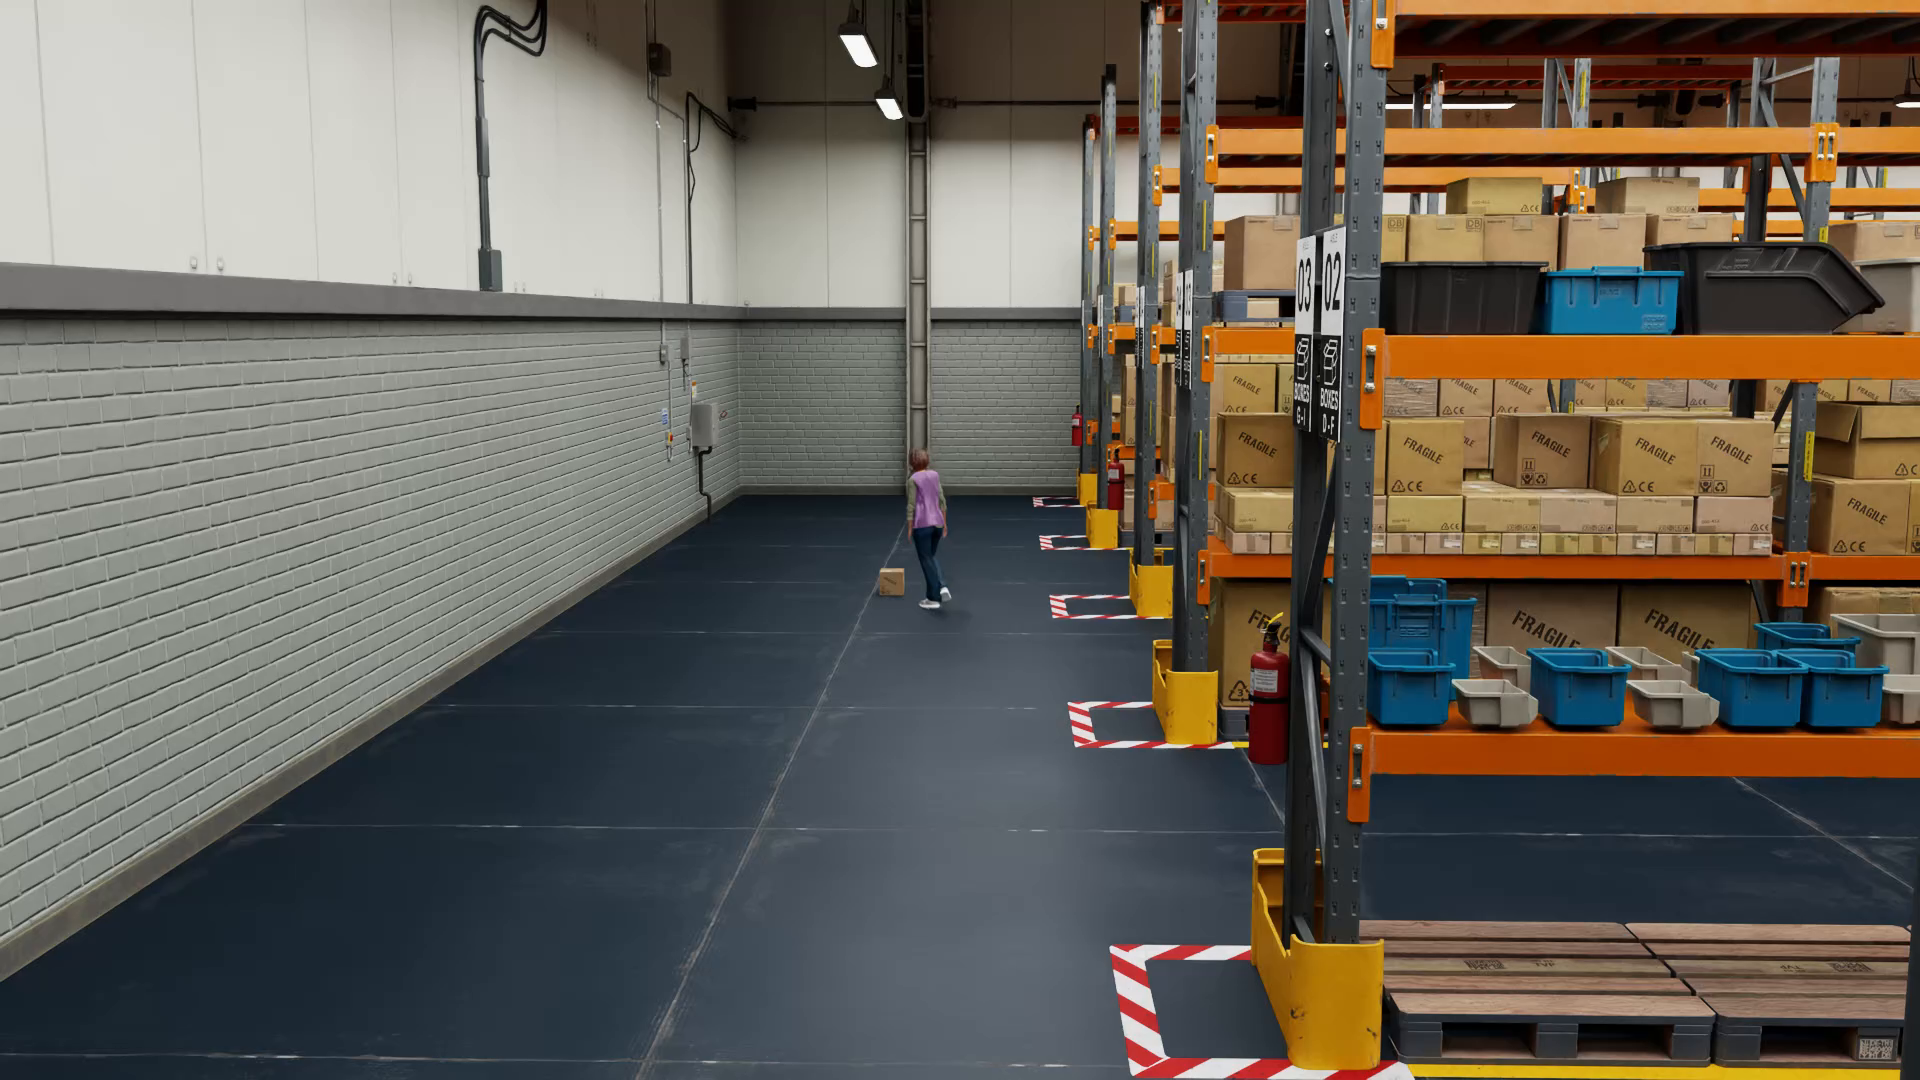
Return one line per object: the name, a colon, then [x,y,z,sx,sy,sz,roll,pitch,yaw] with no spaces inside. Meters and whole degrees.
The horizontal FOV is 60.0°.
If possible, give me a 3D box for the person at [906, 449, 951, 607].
person: [-0.321,-0.105,16.576,0.440,1.579,0.420,-7,10,-41]
